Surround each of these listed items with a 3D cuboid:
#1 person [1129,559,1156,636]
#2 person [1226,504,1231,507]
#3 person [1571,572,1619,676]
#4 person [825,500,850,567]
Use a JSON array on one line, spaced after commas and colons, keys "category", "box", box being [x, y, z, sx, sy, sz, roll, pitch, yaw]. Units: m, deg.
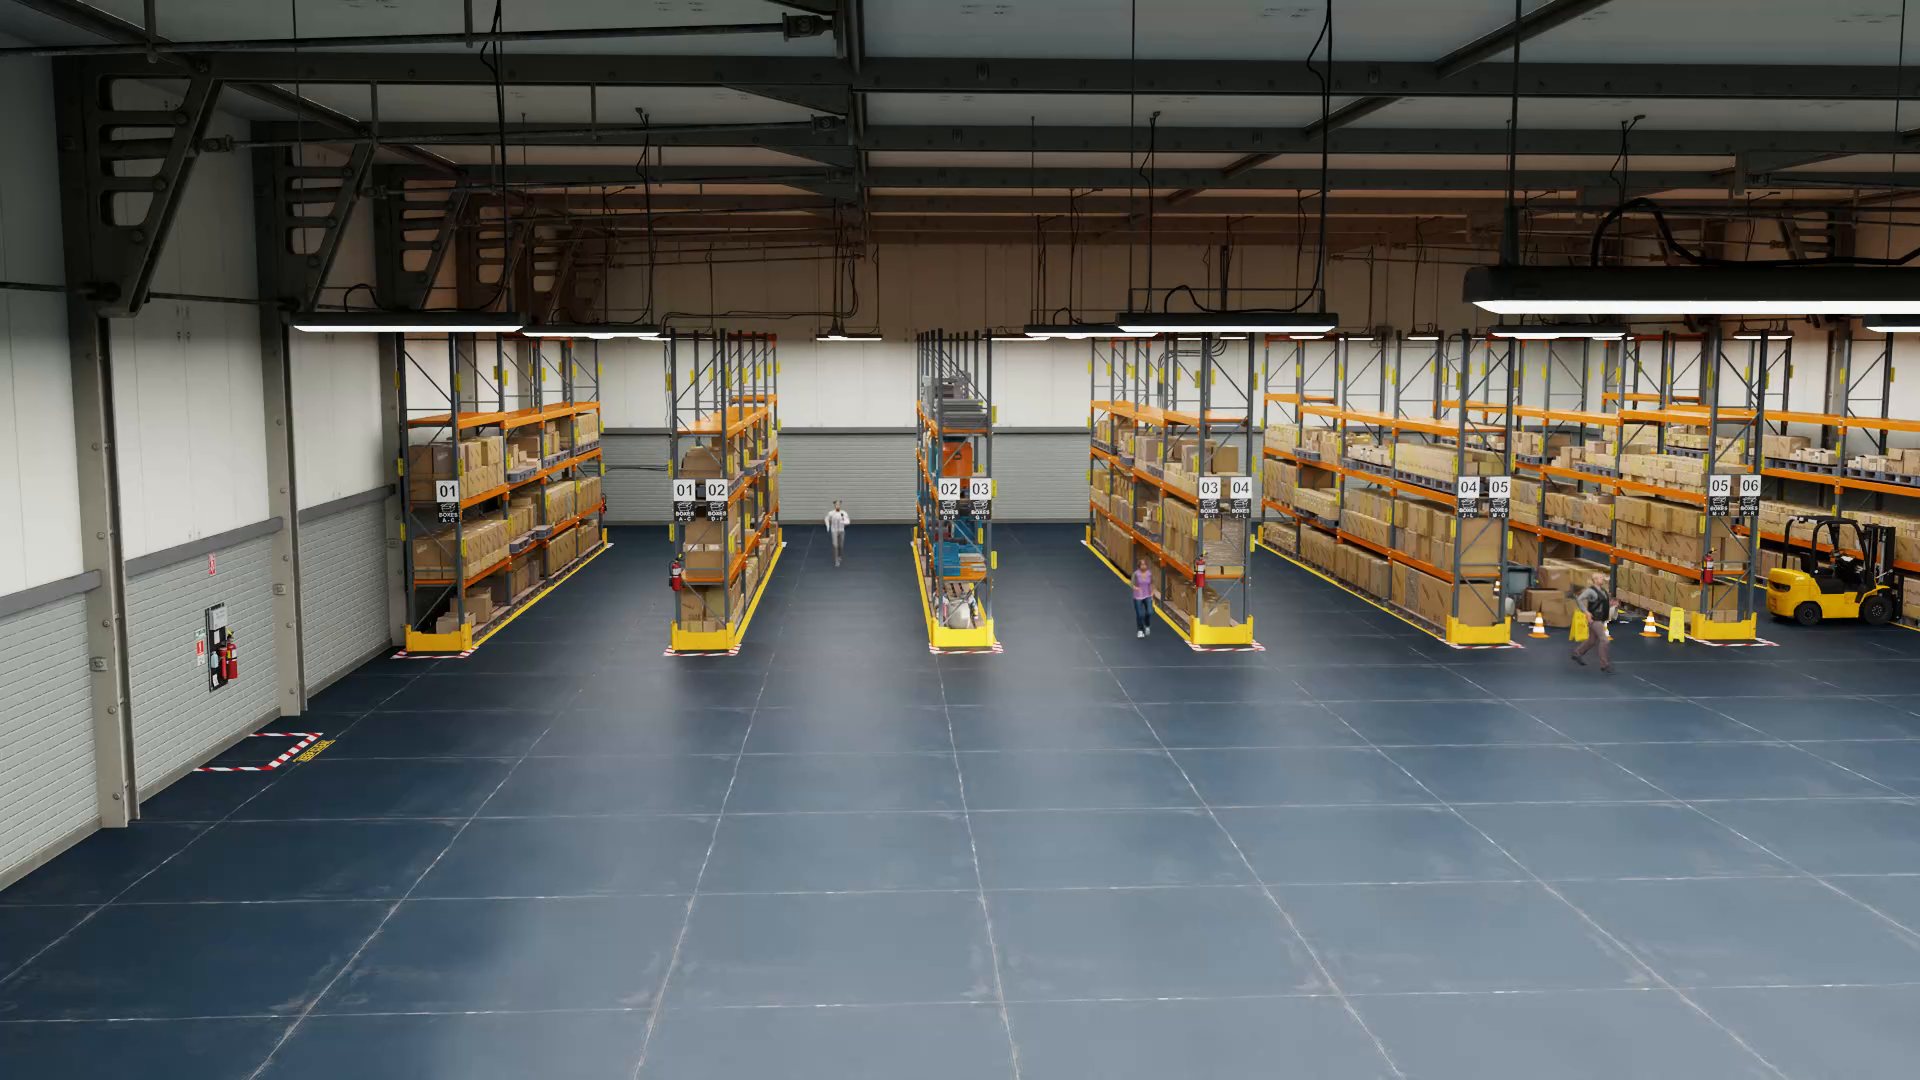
[{"category": "person", "box": [3.565, 1.134, 32.370, 0.559, 1.552, 0.648, 0, 7, -3]}, {"category": "person", "box": [7.444, -0.558, 46.651, 0.635, 1.616, 0.583, 2, 7, 14]}, {"category": "person", "box": [11.108, 1.436, 29.033, 0.893, 1.751, 0.642, 6, 9, 42]}, {"category": "person", "box": [-3.161, -0.202, 42.971, 0.590, 1.689, 0.935, -2, 7, -13]}]
